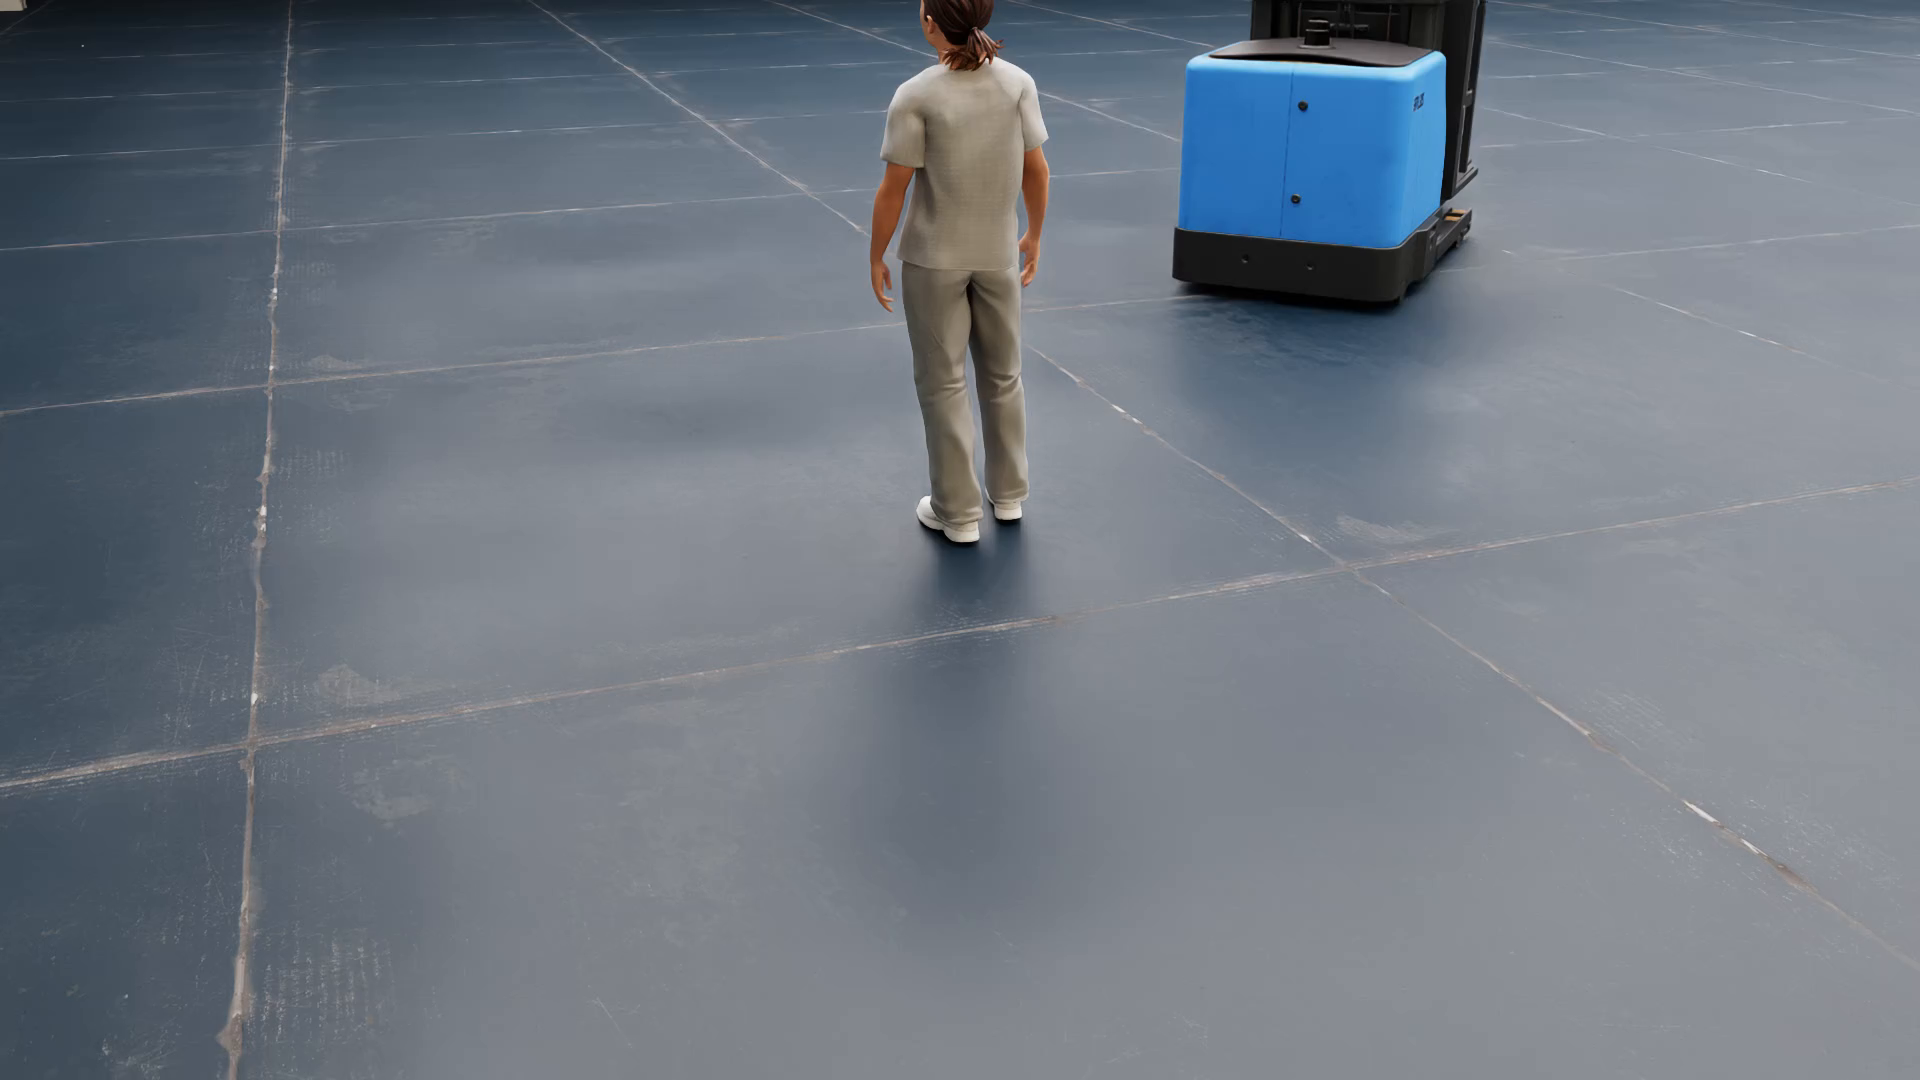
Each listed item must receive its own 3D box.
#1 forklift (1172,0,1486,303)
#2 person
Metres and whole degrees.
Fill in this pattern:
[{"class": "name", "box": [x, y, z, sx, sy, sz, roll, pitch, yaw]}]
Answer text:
[{"class": "forklift", "box": [2.090, -2.949, 8.310, 1.130, 2.935, 3.031, 10, 25, 23]}, {"class": "person", "box": [-0.012, -0.808, 4.820, 0.549, 1.675, 0.549, -8, 24, -18]}]
